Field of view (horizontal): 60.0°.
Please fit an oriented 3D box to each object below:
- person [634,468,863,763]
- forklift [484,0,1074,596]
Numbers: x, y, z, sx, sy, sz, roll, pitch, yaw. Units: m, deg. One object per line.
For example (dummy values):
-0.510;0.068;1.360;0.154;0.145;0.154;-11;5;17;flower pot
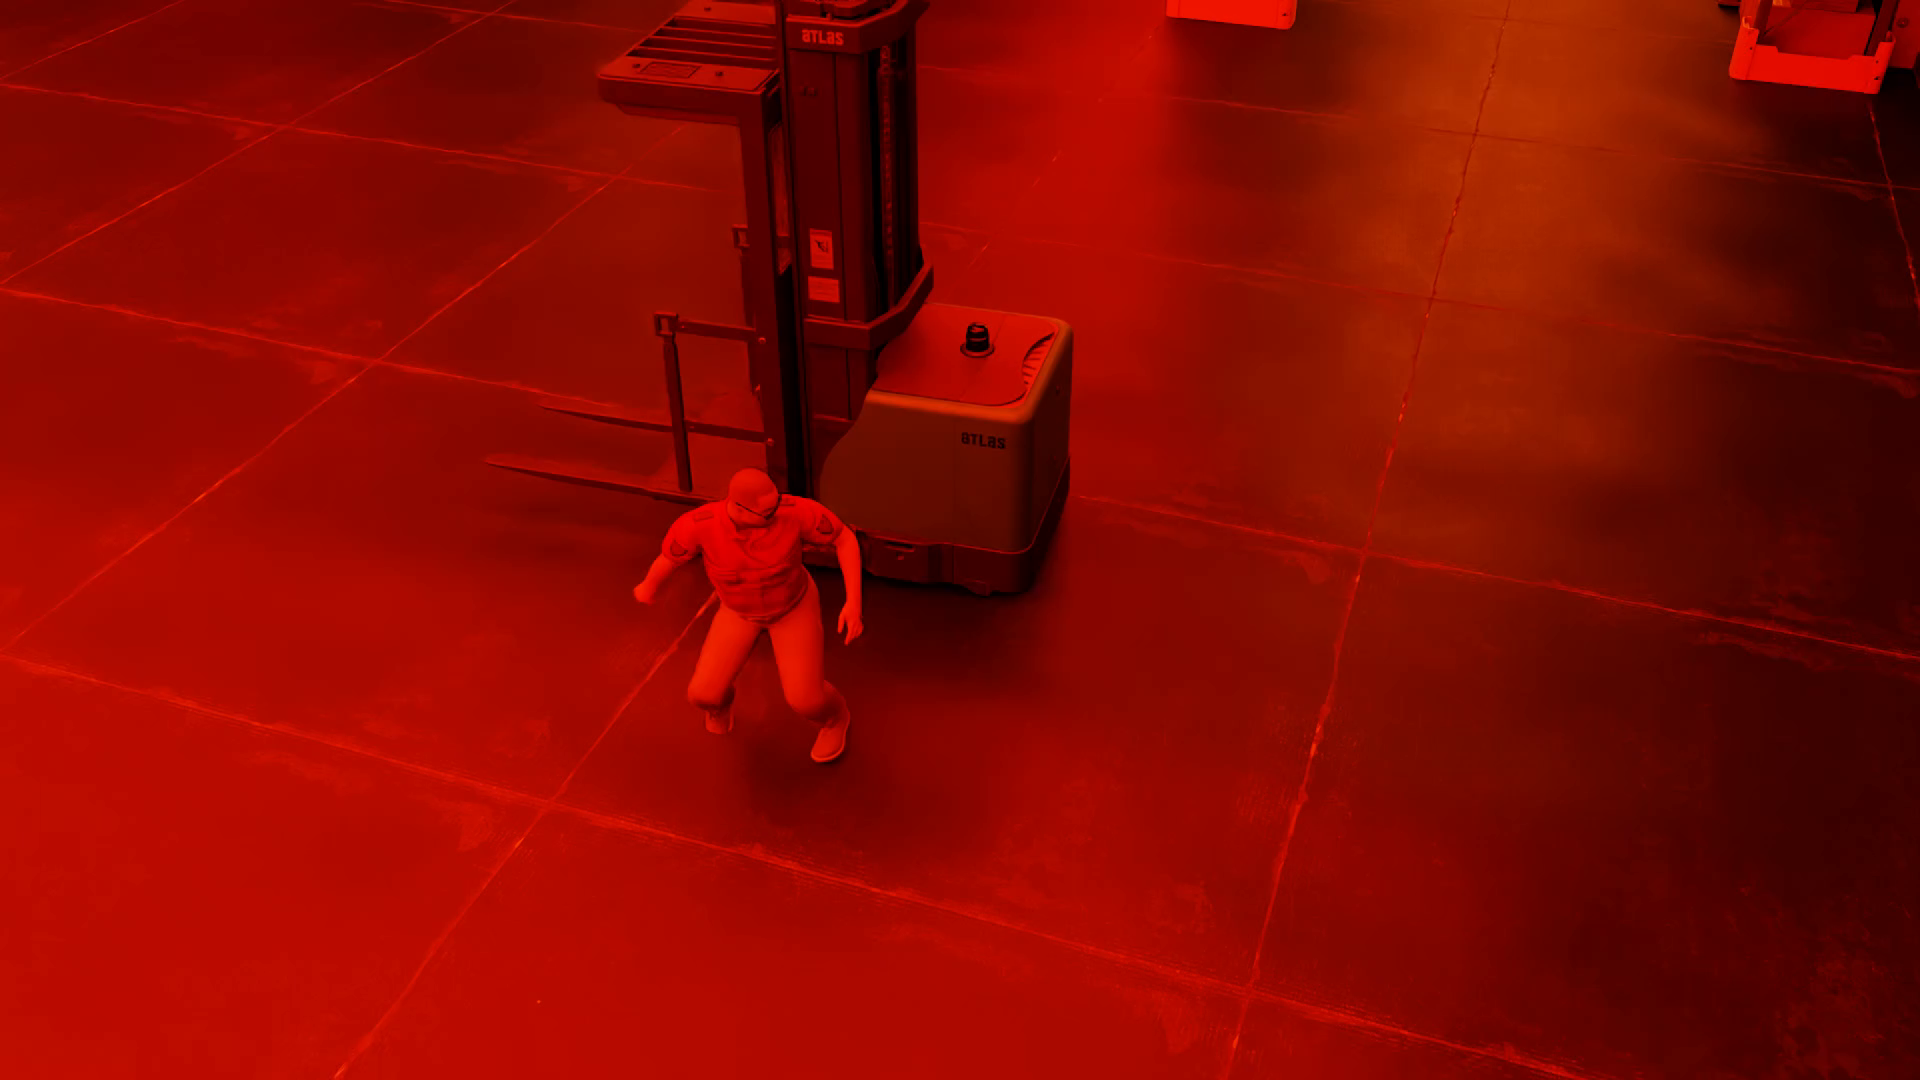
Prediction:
-0.885;0.323;6.925;1.003;1.629;0.503;1;35;2;person
-0.992;-1.389;8.070;3.031;2.935;1.130;9;36;13;forklift
